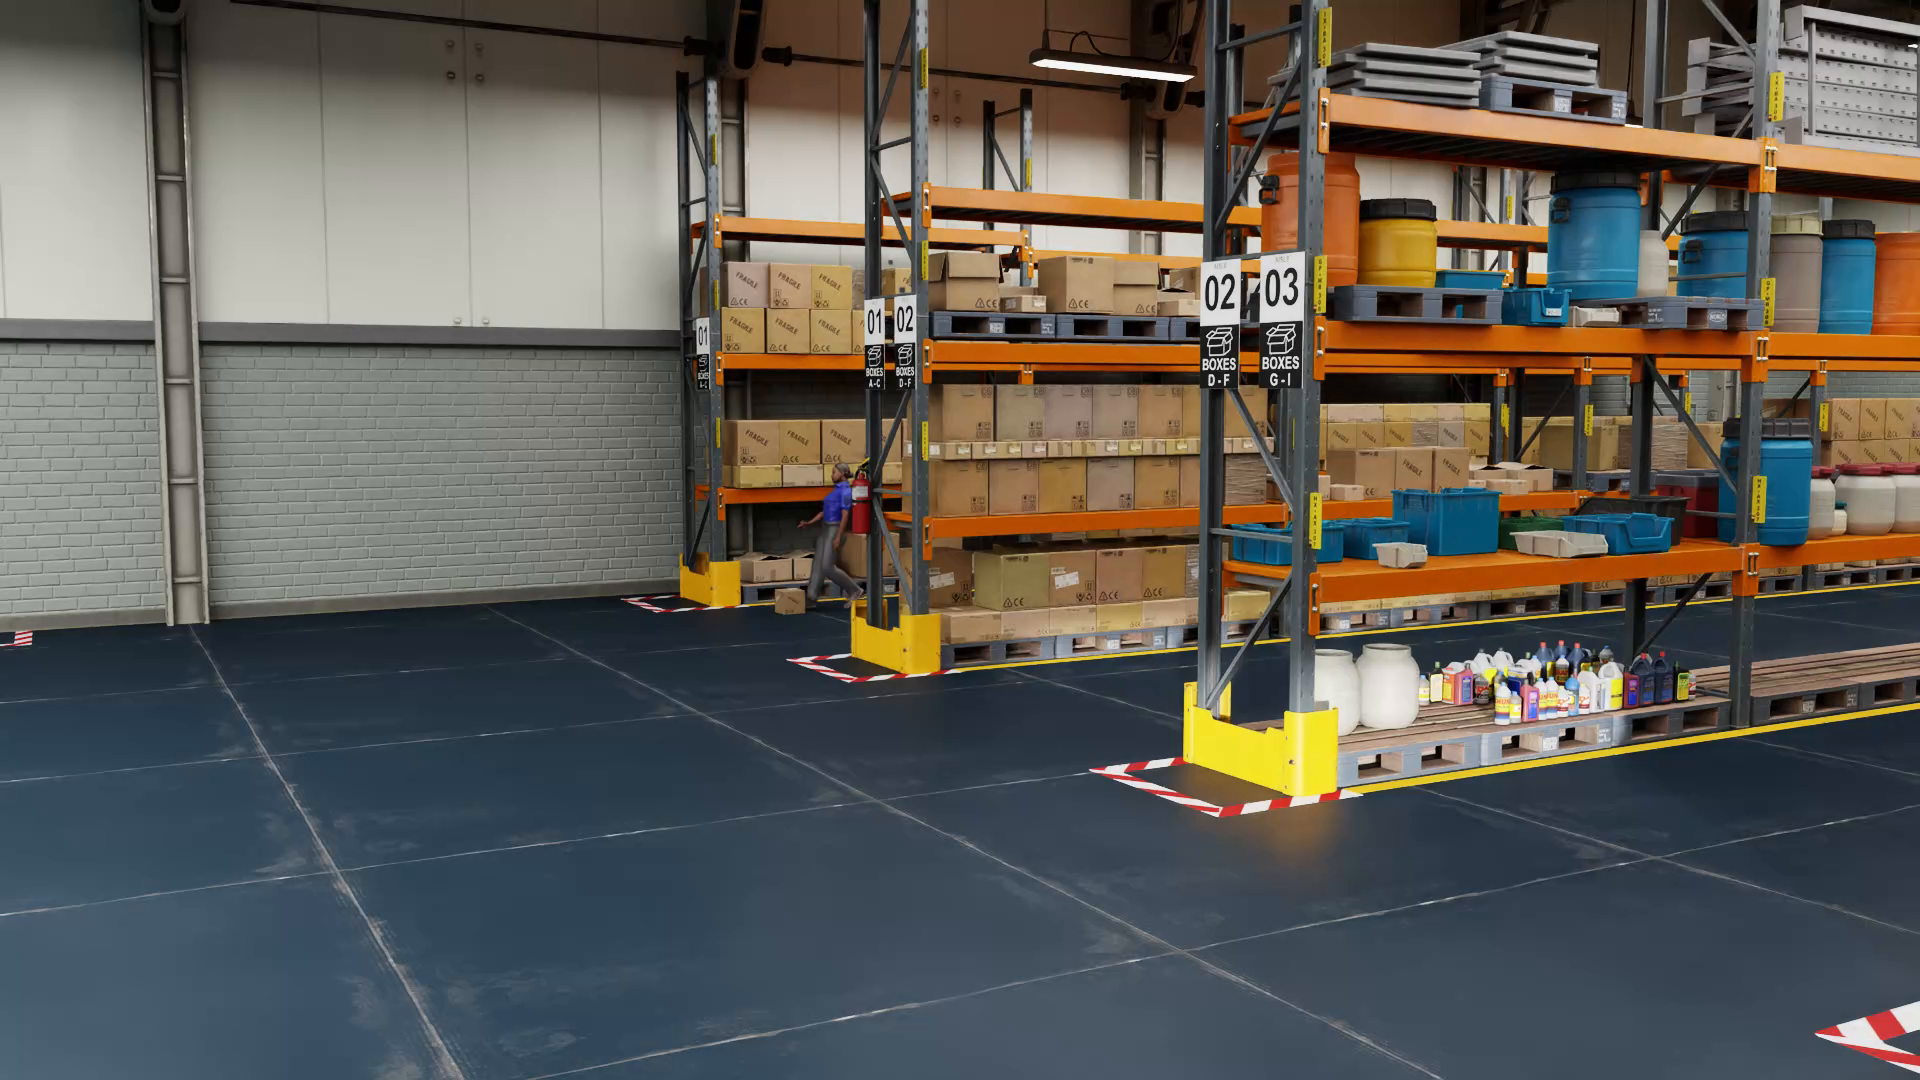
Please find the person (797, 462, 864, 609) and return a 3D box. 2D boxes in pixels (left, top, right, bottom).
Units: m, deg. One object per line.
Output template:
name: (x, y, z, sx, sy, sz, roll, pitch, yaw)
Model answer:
person: (-1.468, -0.046, 18.136, 0.795, 1.599, 0.524, -2, 5, -18)
